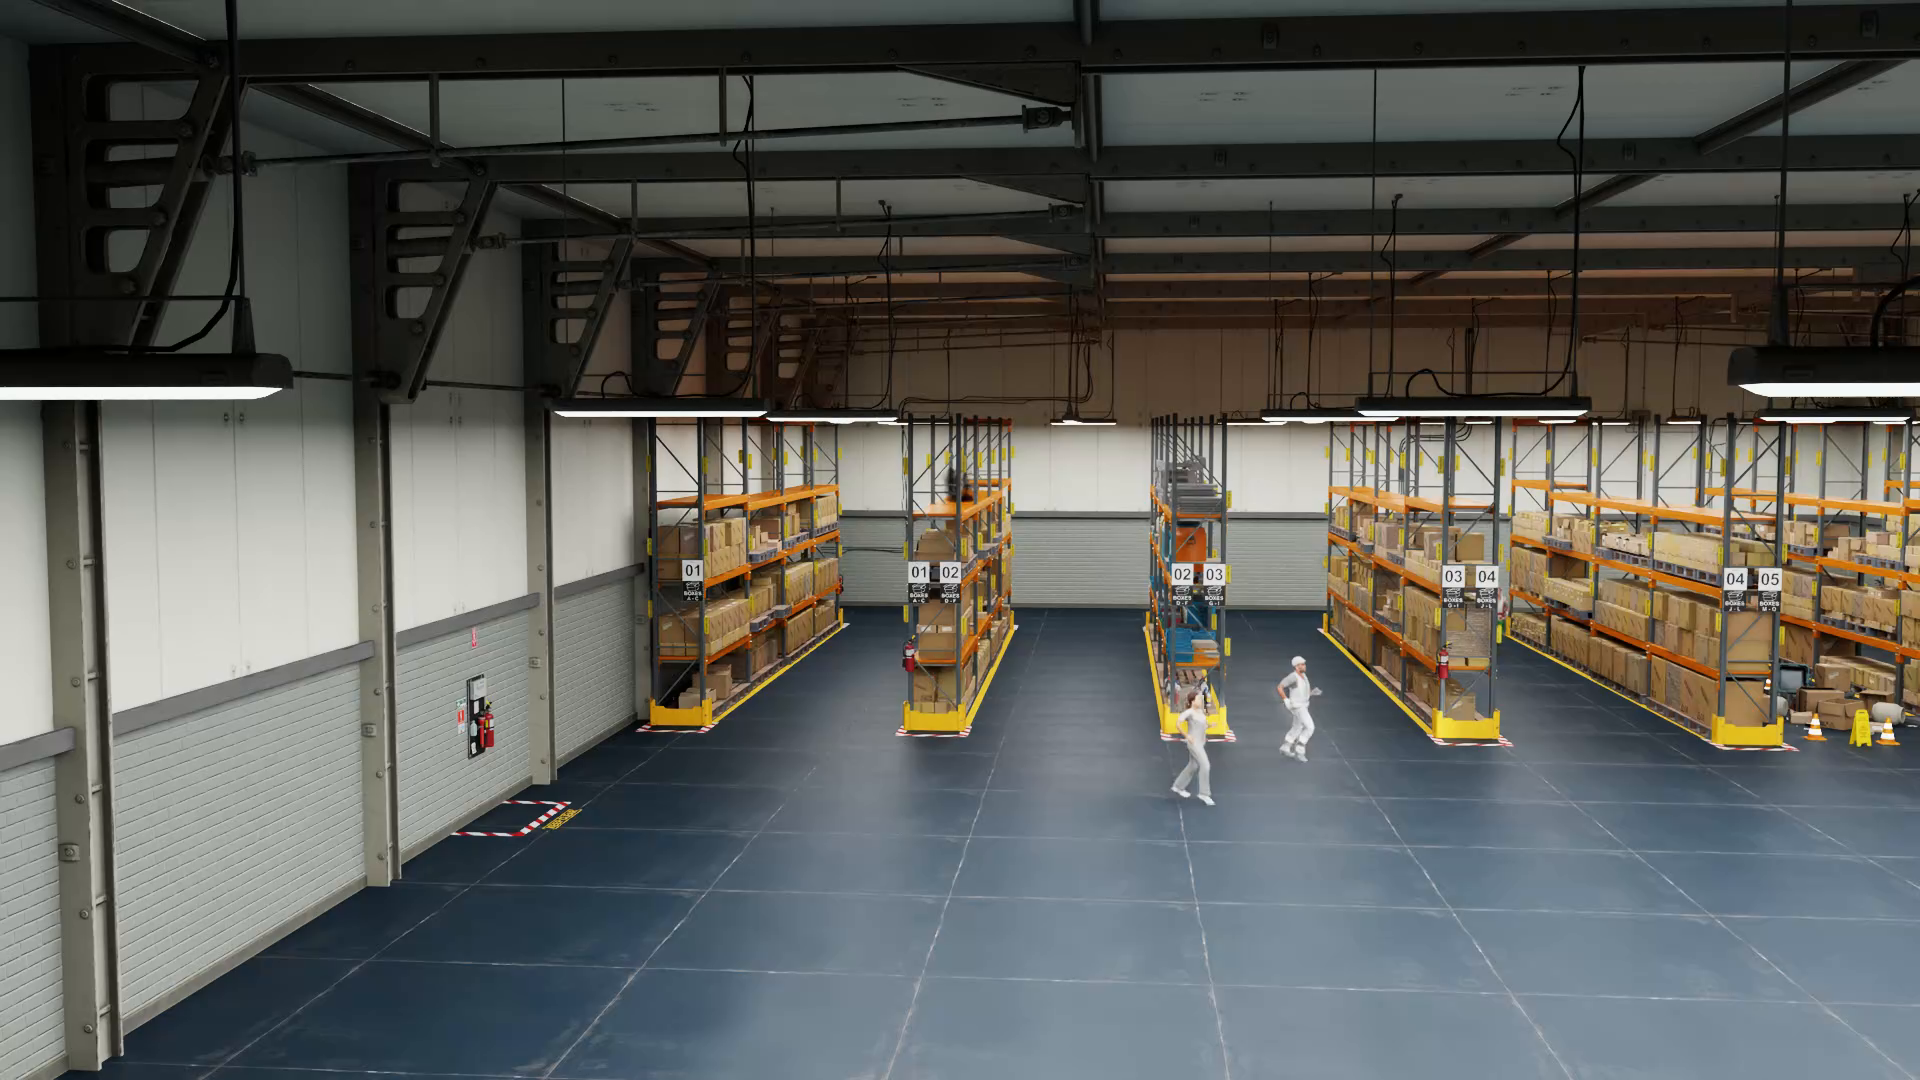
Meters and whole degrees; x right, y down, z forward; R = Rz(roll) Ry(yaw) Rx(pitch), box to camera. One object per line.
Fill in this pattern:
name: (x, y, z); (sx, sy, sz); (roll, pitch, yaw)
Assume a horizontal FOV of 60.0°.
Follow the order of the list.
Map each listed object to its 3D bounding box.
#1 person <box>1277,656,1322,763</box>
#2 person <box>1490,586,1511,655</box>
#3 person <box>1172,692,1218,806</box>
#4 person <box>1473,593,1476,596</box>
person: (5.835, 2.910, 28.545); (0.743, 1.824, 0.644); (2, 4, 31)
person: (13.602, 2.023, 42.060); (0.643, 1.749, 0.579); (1, 4, 8)
person: (3.581, 3.167, 25.411); (0.742, 1.719, 0.551); (2, 4, 27)
person: (14.062, 1.818, 46.517); (0.674, 1.592, 0.586); (-2, 4, -30)
